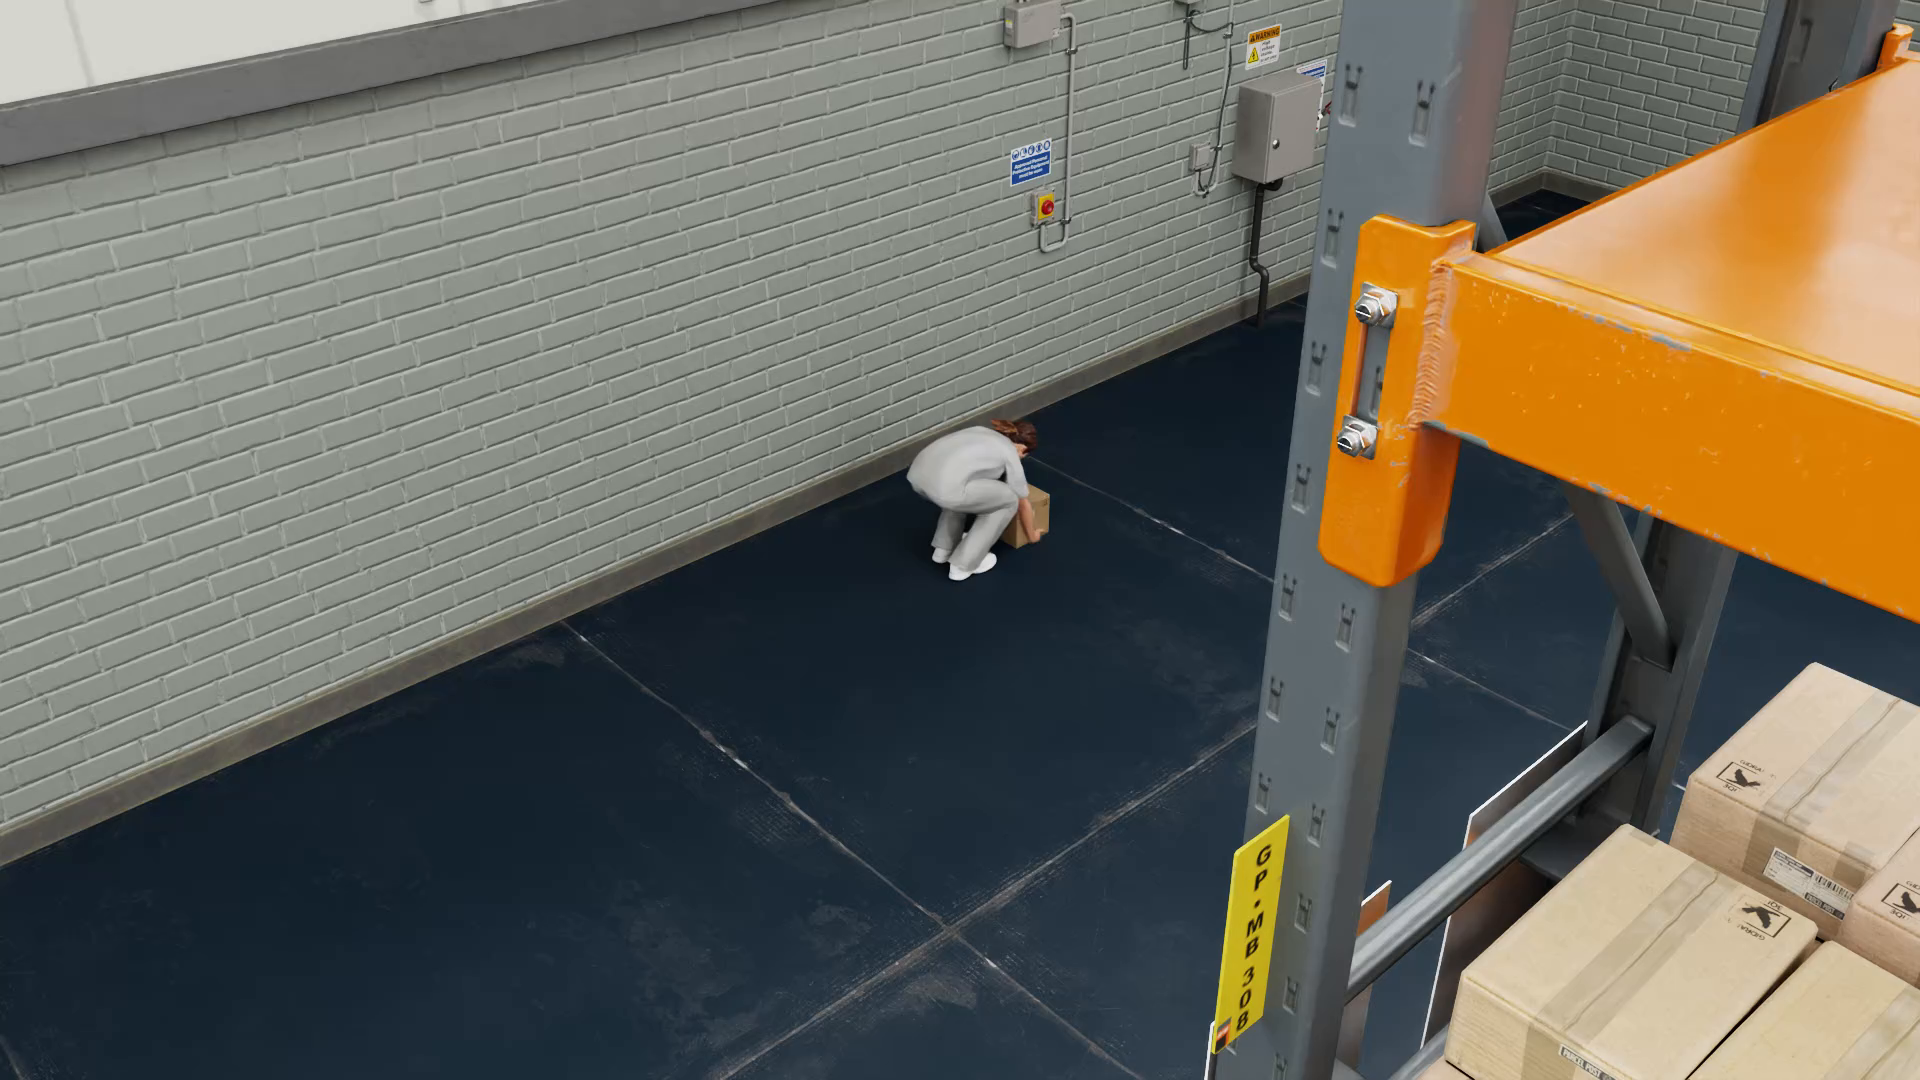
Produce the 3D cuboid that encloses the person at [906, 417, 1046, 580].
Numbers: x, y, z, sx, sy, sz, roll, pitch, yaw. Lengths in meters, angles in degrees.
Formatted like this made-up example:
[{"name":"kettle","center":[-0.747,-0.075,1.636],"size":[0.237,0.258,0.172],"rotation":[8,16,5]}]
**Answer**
[{"name":"person","center":[0.101,-0.243,8.916],"size":[0.866,0.785,0.456],"rotation":[-28,41,-37]}]
